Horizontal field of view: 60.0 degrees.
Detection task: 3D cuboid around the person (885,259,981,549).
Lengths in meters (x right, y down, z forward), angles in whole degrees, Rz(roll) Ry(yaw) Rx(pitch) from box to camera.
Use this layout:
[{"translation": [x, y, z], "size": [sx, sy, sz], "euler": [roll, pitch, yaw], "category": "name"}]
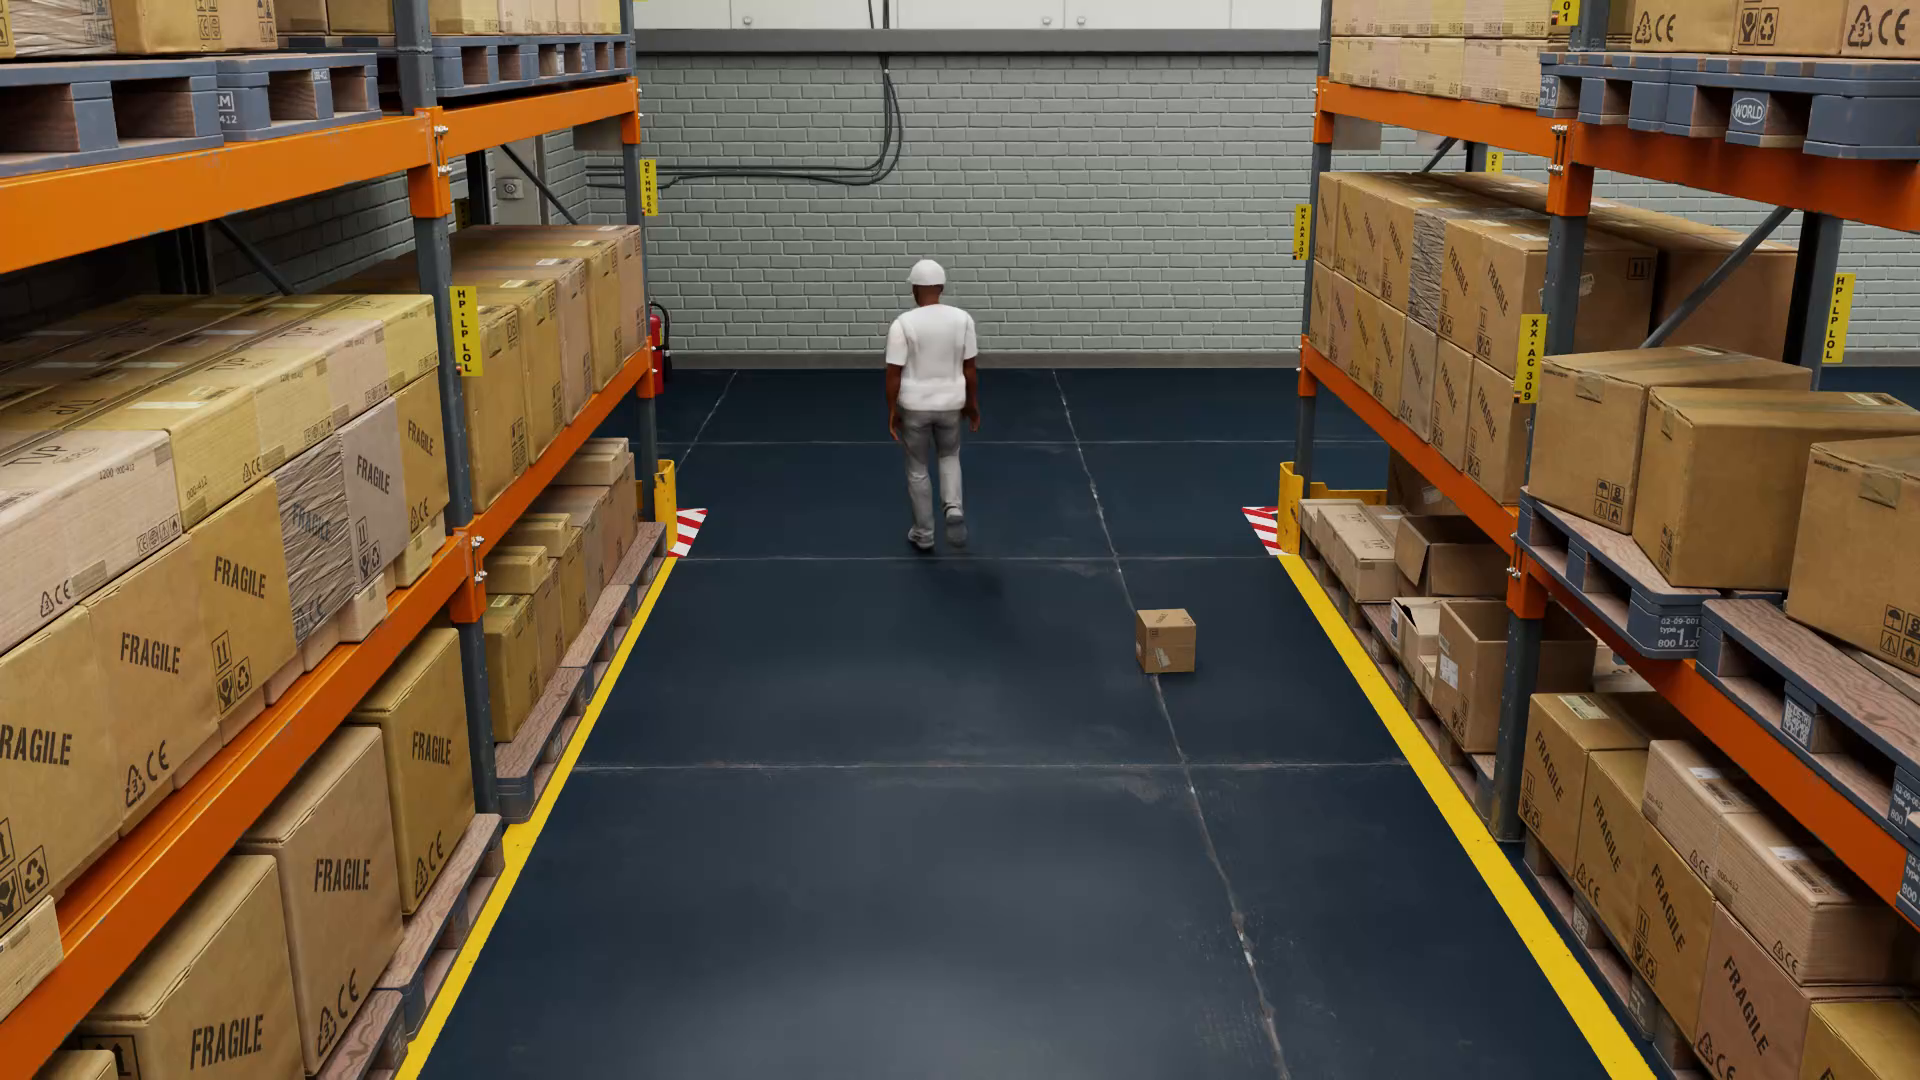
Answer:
[{"translation": [-0.163, -0.808, 10.045], "size": [0.601, 1.755, 0.510], "euler": [-5, 18, -17], "category": "person"}]
